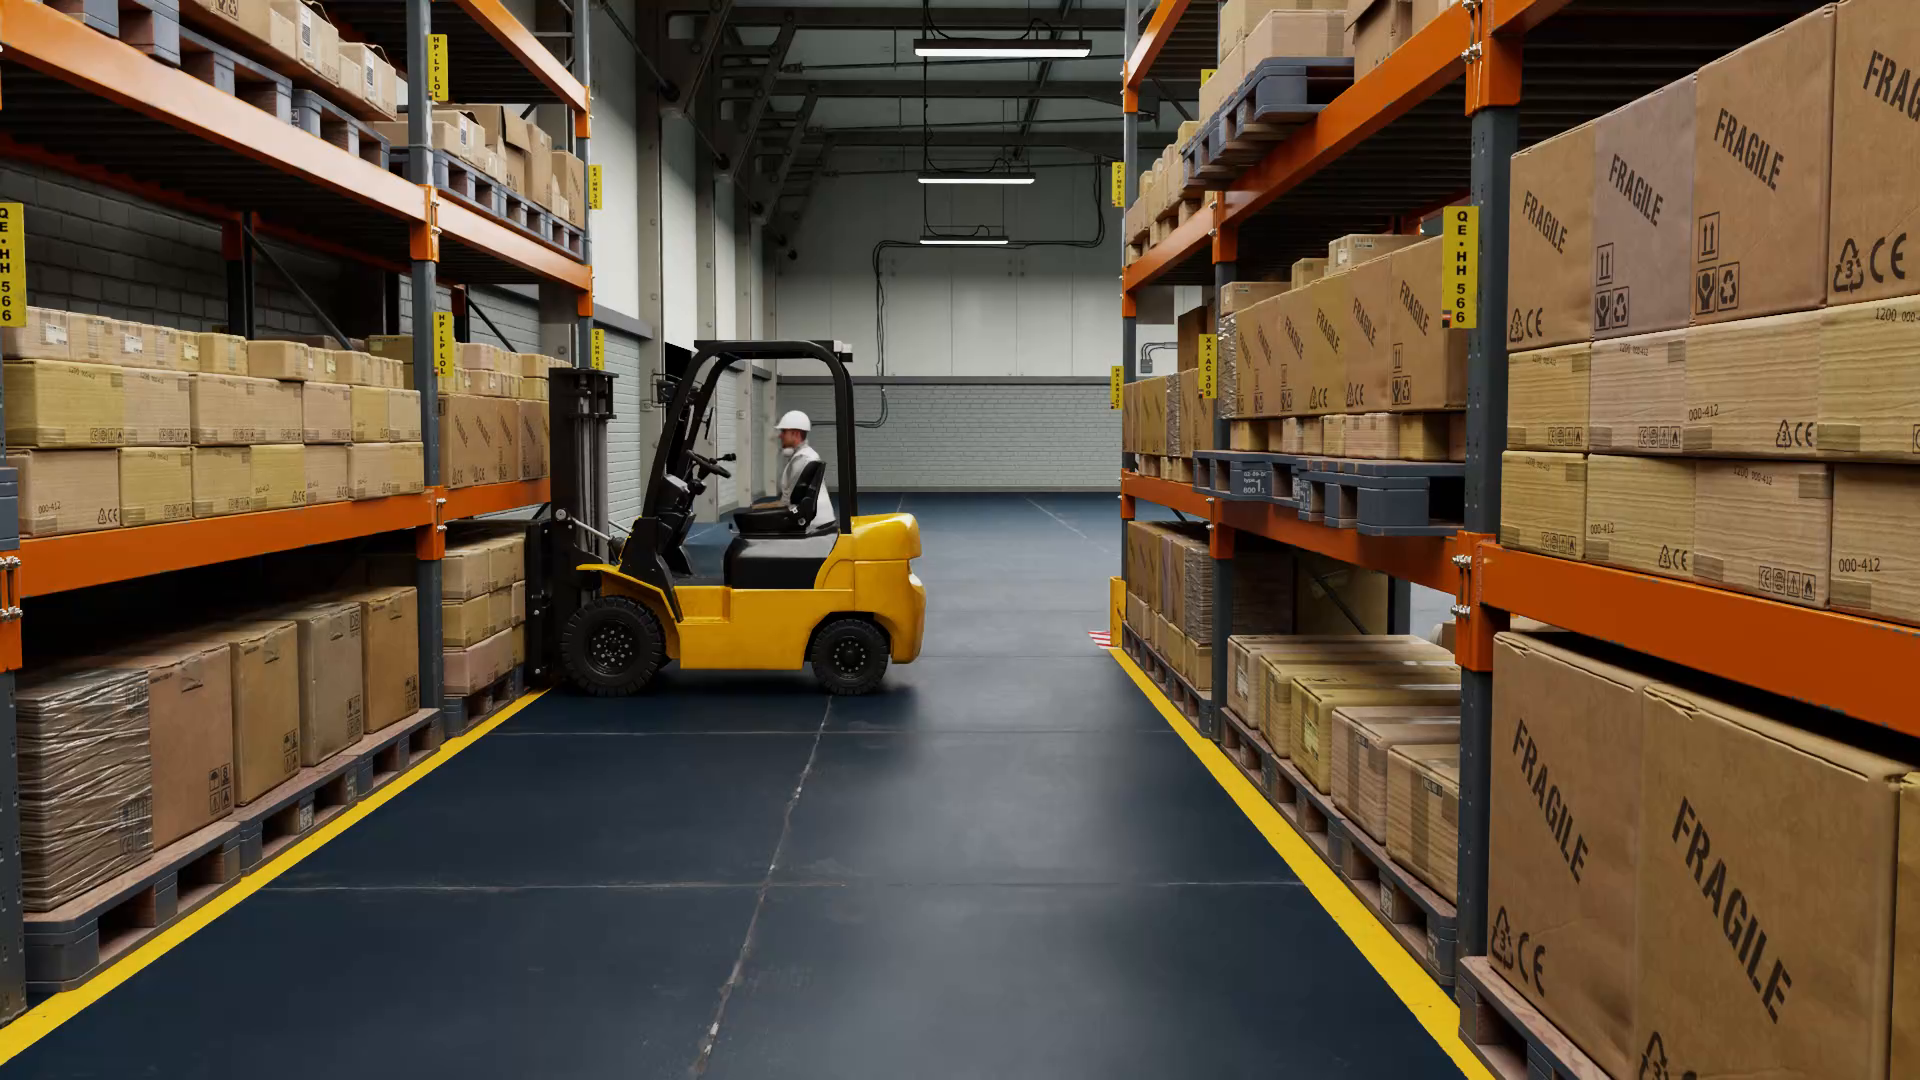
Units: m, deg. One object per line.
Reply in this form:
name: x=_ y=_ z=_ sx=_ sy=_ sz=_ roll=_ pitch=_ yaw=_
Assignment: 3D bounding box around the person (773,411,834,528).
person: x=-1.255 y=-0.107 z=12.776 sx=0.577 sy=1.765 sz=0.487 roll=0 pitch=4 yaw=-2
